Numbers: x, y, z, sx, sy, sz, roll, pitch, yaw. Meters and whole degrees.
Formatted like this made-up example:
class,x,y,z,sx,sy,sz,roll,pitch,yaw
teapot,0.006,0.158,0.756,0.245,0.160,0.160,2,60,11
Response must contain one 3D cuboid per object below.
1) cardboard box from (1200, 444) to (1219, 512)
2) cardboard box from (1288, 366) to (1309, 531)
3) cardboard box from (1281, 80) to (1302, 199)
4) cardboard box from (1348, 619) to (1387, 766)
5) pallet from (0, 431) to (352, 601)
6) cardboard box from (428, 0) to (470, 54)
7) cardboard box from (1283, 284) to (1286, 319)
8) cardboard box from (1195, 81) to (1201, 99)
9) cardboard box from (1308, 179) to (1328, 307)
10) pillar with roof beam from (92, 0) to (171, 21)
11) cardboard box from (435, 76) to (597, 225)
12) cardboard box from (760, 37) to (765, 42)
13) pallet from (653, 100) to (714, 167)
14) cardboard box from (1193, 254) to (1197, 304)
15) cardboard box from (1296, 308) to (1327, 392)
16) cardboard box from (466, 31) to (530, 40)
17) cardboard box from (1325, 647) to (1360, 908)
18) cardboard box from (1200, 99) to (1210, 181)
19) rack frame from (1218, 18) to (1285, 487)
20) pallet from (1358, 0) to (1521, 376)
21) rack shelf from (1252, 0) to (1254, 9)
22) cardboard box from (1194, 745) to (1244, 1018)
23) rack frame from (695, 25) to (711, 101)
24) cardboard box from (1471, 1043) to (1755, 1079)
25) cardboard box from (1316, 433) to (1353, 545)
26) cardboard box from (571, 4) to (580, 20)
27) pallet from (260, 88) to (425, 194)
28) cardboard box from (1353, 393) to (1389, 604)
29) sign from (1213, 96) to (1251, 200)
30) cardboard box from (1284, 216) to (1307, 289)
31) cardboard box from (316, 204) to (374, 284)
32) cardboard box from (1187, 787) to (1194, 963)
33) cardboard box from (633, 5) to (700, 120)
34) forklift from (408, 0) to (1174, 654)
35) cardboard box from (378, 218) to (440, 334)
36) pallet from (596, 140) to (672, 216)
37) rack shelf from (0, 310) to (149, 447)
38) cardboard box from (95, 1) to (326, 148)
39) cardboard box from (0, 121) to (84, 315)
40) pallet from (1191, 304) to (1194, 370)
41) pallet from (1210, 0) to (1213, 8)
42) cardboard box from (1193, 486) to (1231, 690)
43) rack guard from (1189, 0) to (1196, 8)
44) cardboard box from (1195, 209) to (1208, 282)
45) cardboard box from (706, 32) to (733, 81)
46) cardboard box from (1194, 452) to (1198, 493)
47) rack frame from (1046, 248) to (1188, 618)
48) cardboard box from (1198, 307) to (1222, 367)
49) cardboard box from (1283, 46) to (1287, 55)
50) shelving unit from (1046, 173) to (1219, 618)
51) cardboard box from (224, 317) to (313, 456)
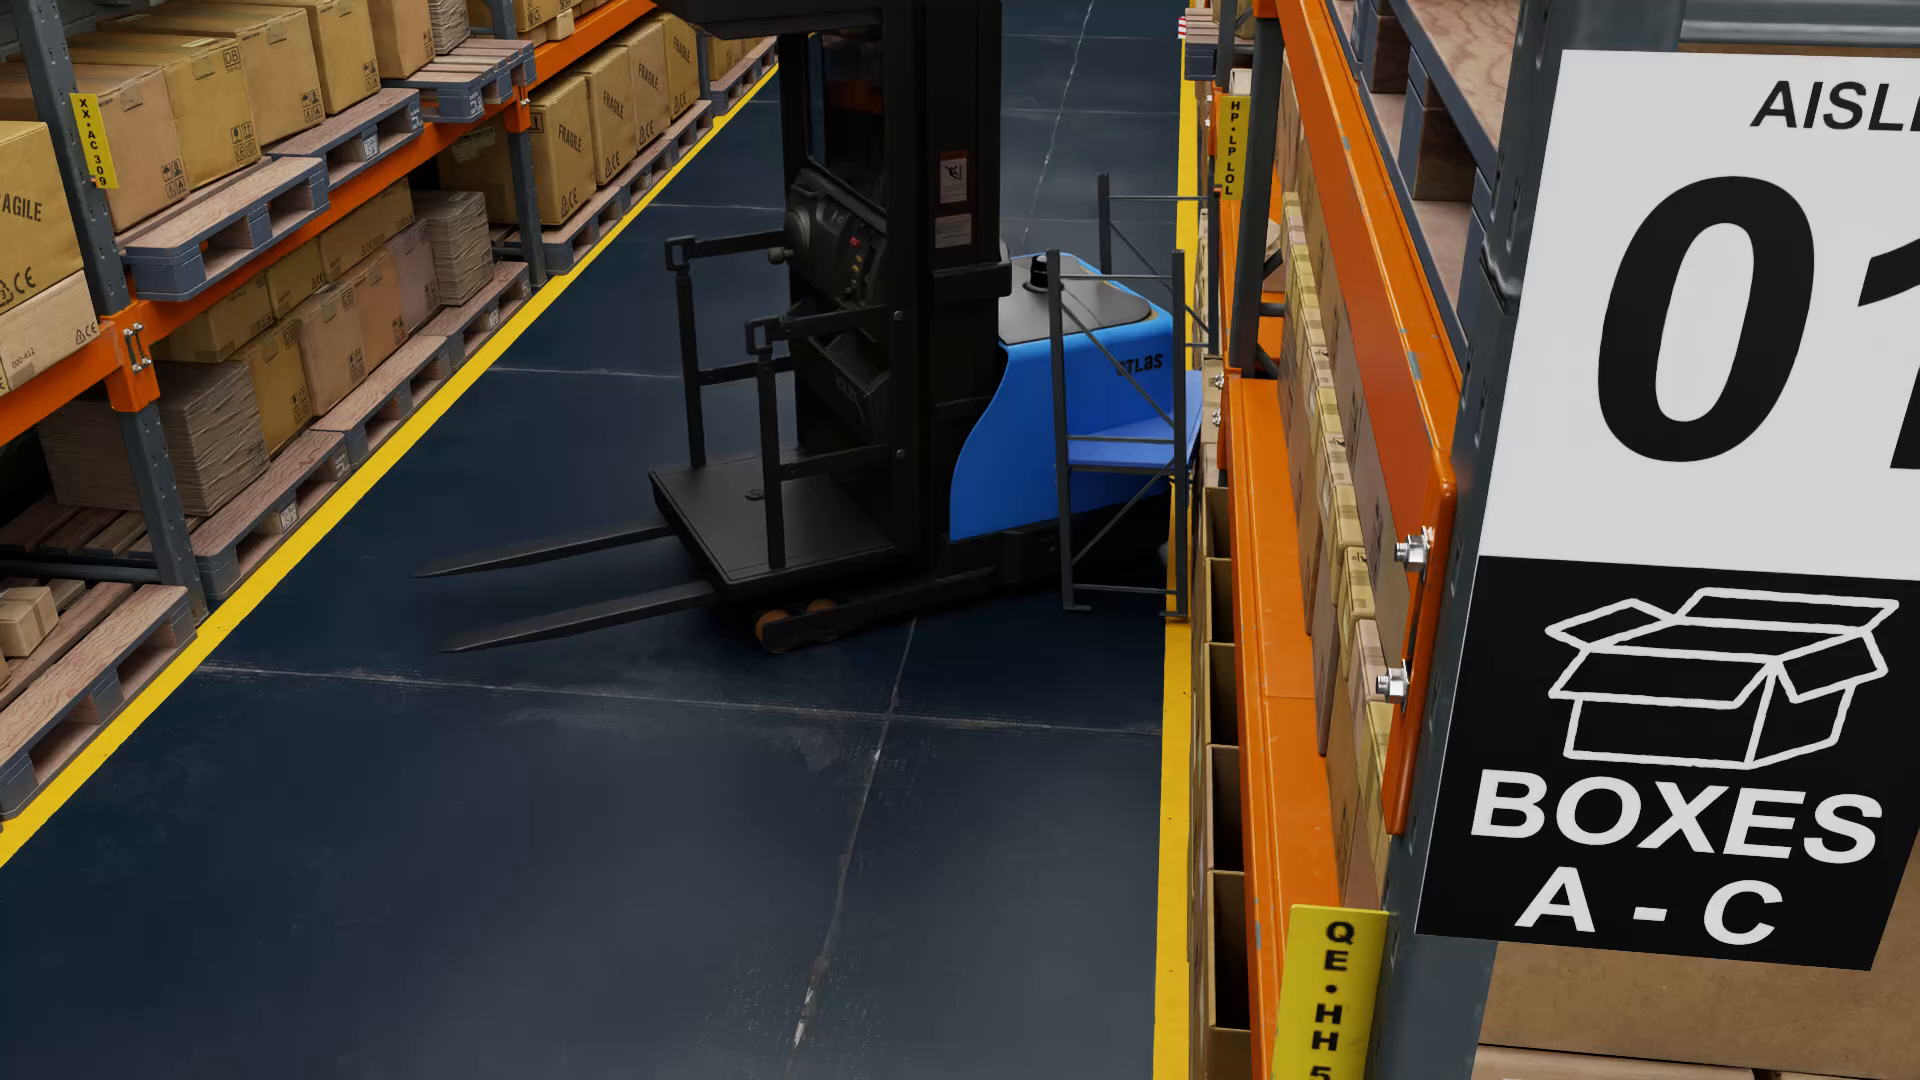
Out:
class,x,y,z,sx,sy,sz,roll,pitch,yaw
cardboard box,1.163,-0.158,6.247,0.500,0.311,0.500,3,28,6
cardboard box,1.292,-0.316,4.569,0.700,0.500,0.500,3,28,6
cardboard box,1.635,-1.618,6.986,0.500,0.500,0.500,3,28,6
cardboard box,0.861,0.270,2.796,0.380,0.149,0.250,4,29,7
pallet,-3.424,-0.155,7.315,1.003,0.211,1.213,3,28,6
cardboard box,-3.076,-2.915,8.929,0.700,0.500,0.500,0,28,0
cardboard box,1.415,-0.898,5.913,0.500,0.250,0.500,5,29,9
cardboard box,2.167,-3.874,13.449,0.500,0.500,0.500,3,28,6
cardboard box,1.290,-0.898,4.281,0.700,0.500,0.500,3,28,6
pillar with roof beam,0.226,-4.728,6.539,9.100,9.000,0.400,3,28,6
cardboard box,-2.808,-2.476,10.507,0.750,0.750,0.750,3,28,6
cardboard box,-2.157,-4.941,15.452,0.700,0.500,0.500,2,28,5
pallet,-2.558,-3.187,12.942,1.003,0.211,1.213,3,28,6
cardboard box,1.533,-1.358,9.064,0.500,0.250,0.500,3,28,6
cardboard box,1.049,-0.463,4.158,0.380,0.149,0.250,2,28,5
cardboard box,-2.758,-2.939,9.786,0.380,0.149,0.250,3,28,5
cardboard box,1.104,0.409,3.223,0.700,0.500,0.500,4,29,7
cardboard box,1.892,-2.651,11.180,0.500,0.500,0.500,2,28,4
rack frame,1.398,-0.730,5.442,1.000,3.000,0.127,3,28,6
pallet,1.021,-0.460,1.872,1.003,0.211,1.213,3,28,6
rack shelf,1.643,-2.675,6.649,1.077,0.370,4.000,3,28,6
cardboard box,0.849,0.872,4.135,0.500,0.500,0.500,3,28,6
rack frame,-2.538,-4.782,12.963,1.000,3.000,0.127,3,28,6
cardboard box,0.766,0.632,2.124,0.380,0.149,0.250,3,28,5
cardboard box,0.954,-0.098,3.480,0.380,0.149,0.250,3,28,5
cardboard box,-2.670,-3.425,10.689,0.380,0.149,0.250,4,29,7
pallet,-3.230,-1.880,7.780,1.003,0.211,1.213,3,28,6
cardboard box,1.105,-0.191,2.969,0.700,0.500,0.500,3,29,6
sign,0.859,-1.232,5.236,0.100,0.325,0.005,3,28,6
cardboard box,1.143,-0.826,4.832,0.380,0.149,0.250,4,29,7
cardboard box,-3.255,-1.473,8.203,0.500,0.250,0.500,3,28,6
cardboard box,0.908,0.966,4.750,0.500,0.250,0.500,3,28,6
cardboard box,-2.489,-3.707,12.792,0.750,0.750,0.750,4,29,7
forklift,-0.665,-1.137,6.271,3.031,2.935,1.130,-13,31,-22
cardboard box,-3.243,-1.414,8.885,0.700,0.500,0.500,3,28,6
pallet,-2.705,-2.611,11.873,1.003,0.211,1.213,3,28,6
rack shelf,-3.763,0.242,4.397,1.077,0.370,4.000,3,28,6
cardboard box,-3.297,-2.066,7.352,0.700,0.500,0.500,7,29,13
cardboard box,-3.269,-1.048,5.380,0.500,0.500,0.500,3,28,6
pallet,1.749,-1.000,8.883,1.003,0.211,1.213,3,28,6
pallet,2.122,-3.444,10.682,1.003,0.211,1.213,3,28,6
cardboard box,1.031,0.166,5.446,0.500,0.500,0.500,3,28,6
rack guard,2.859,-5.242,16.454,1.175,0.500,0.348,3,28,6
cardboard box,1.533,-1.605,8.931,0.500,0.311,0.500,4,29,8
cardboard box,-2.345,-4.212,14.099,0.700,0.500,0.500,4,29,7
cardboard box,1.288,-0.395,7.277,0.500,0.250,0.500,4,29,7
rack frame,0.610,-0.378,6.323,0.500,1.500,0.032,3,28,15
cardboard box,1.350,-0.875,7.576,0.500,0.311,0.500,3,28,6
cardboard box,1.801,-2.405,8.645,0.500,0.311,0.500,5,29,9
shelving unit,0.738,-0.611,6.756,0.538,1.500,1.048,3,28,15
cardboard box,-3.431,-0.703,7.564,0.700,0.500,0.500,3,28,5
